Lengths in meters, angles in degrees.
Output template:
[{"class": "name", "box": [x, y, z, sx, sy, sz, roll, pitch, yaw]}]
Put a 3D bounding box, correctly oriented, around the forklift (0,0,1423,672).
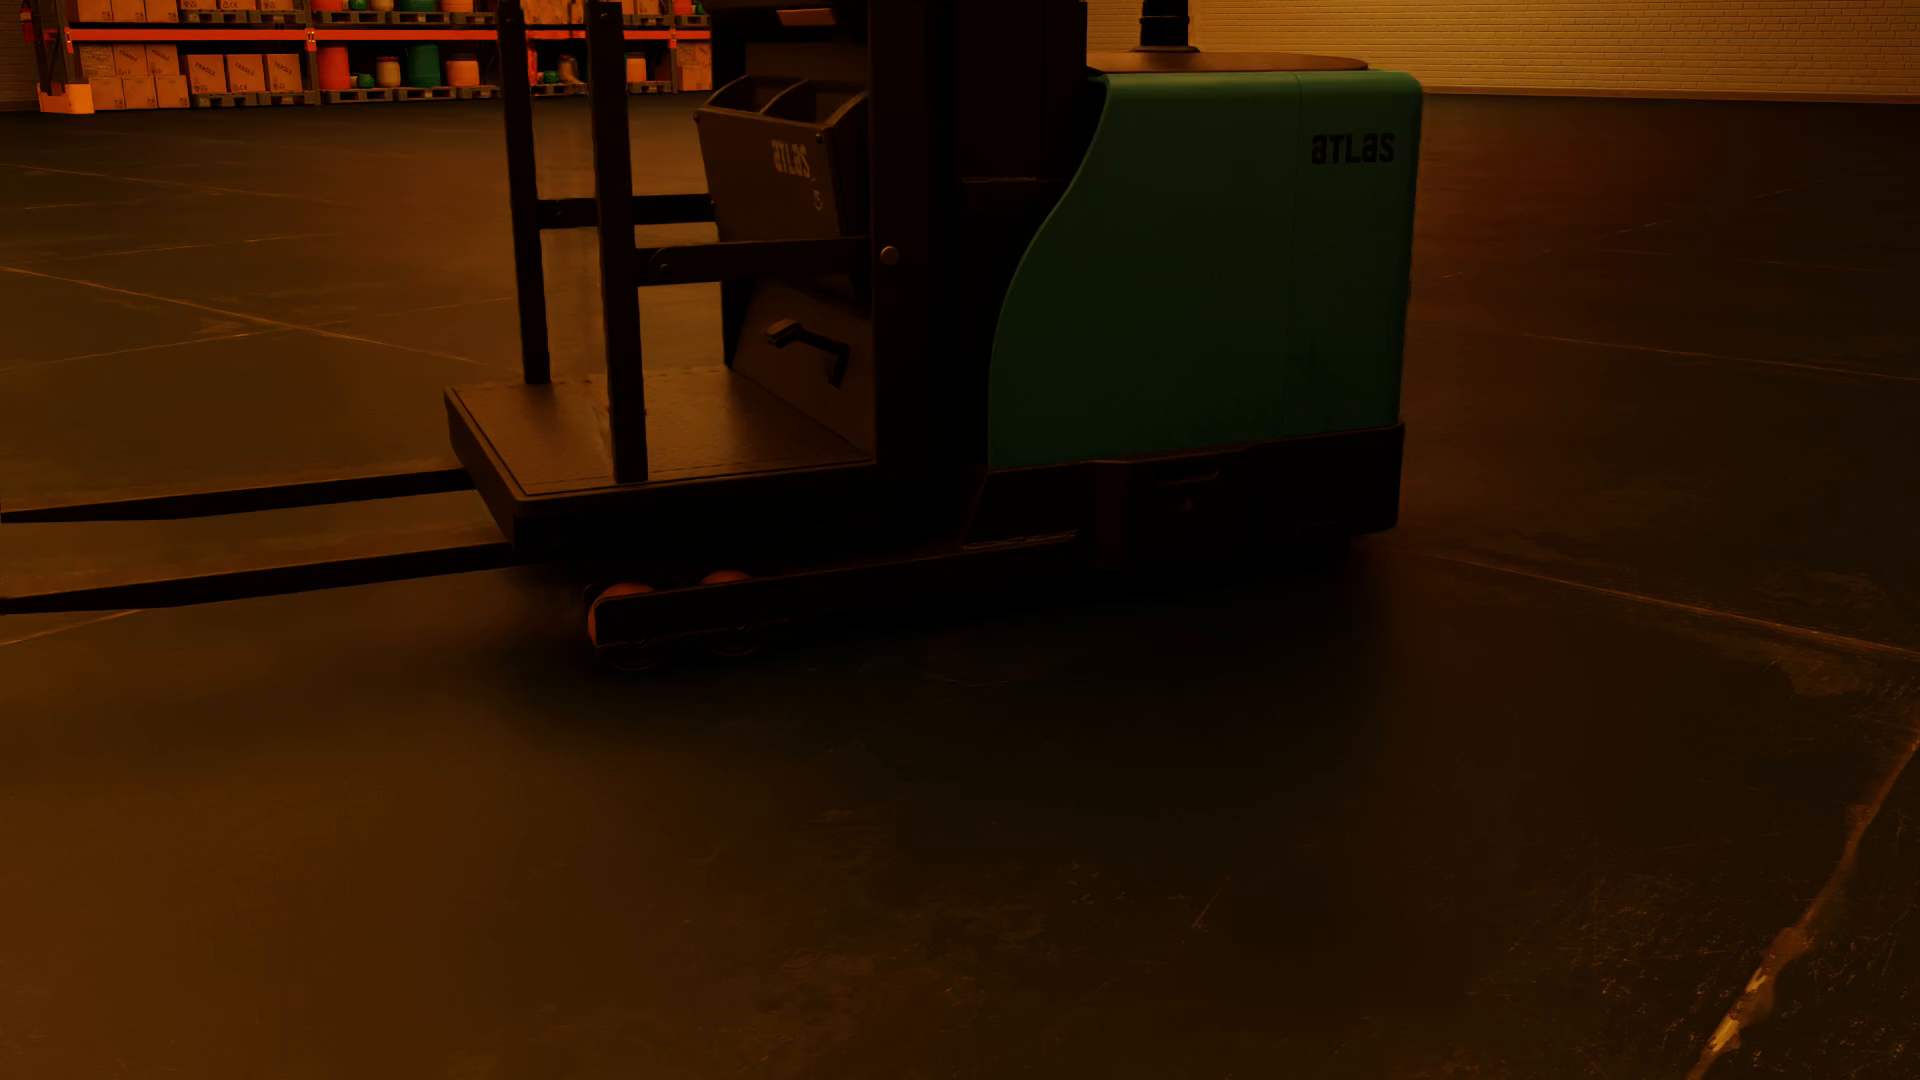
[{"class": "forklift", "box": [-0.559, -1.329, 3.273, 3.031, 2.935, 1.130, -7, 18, -22]}]
